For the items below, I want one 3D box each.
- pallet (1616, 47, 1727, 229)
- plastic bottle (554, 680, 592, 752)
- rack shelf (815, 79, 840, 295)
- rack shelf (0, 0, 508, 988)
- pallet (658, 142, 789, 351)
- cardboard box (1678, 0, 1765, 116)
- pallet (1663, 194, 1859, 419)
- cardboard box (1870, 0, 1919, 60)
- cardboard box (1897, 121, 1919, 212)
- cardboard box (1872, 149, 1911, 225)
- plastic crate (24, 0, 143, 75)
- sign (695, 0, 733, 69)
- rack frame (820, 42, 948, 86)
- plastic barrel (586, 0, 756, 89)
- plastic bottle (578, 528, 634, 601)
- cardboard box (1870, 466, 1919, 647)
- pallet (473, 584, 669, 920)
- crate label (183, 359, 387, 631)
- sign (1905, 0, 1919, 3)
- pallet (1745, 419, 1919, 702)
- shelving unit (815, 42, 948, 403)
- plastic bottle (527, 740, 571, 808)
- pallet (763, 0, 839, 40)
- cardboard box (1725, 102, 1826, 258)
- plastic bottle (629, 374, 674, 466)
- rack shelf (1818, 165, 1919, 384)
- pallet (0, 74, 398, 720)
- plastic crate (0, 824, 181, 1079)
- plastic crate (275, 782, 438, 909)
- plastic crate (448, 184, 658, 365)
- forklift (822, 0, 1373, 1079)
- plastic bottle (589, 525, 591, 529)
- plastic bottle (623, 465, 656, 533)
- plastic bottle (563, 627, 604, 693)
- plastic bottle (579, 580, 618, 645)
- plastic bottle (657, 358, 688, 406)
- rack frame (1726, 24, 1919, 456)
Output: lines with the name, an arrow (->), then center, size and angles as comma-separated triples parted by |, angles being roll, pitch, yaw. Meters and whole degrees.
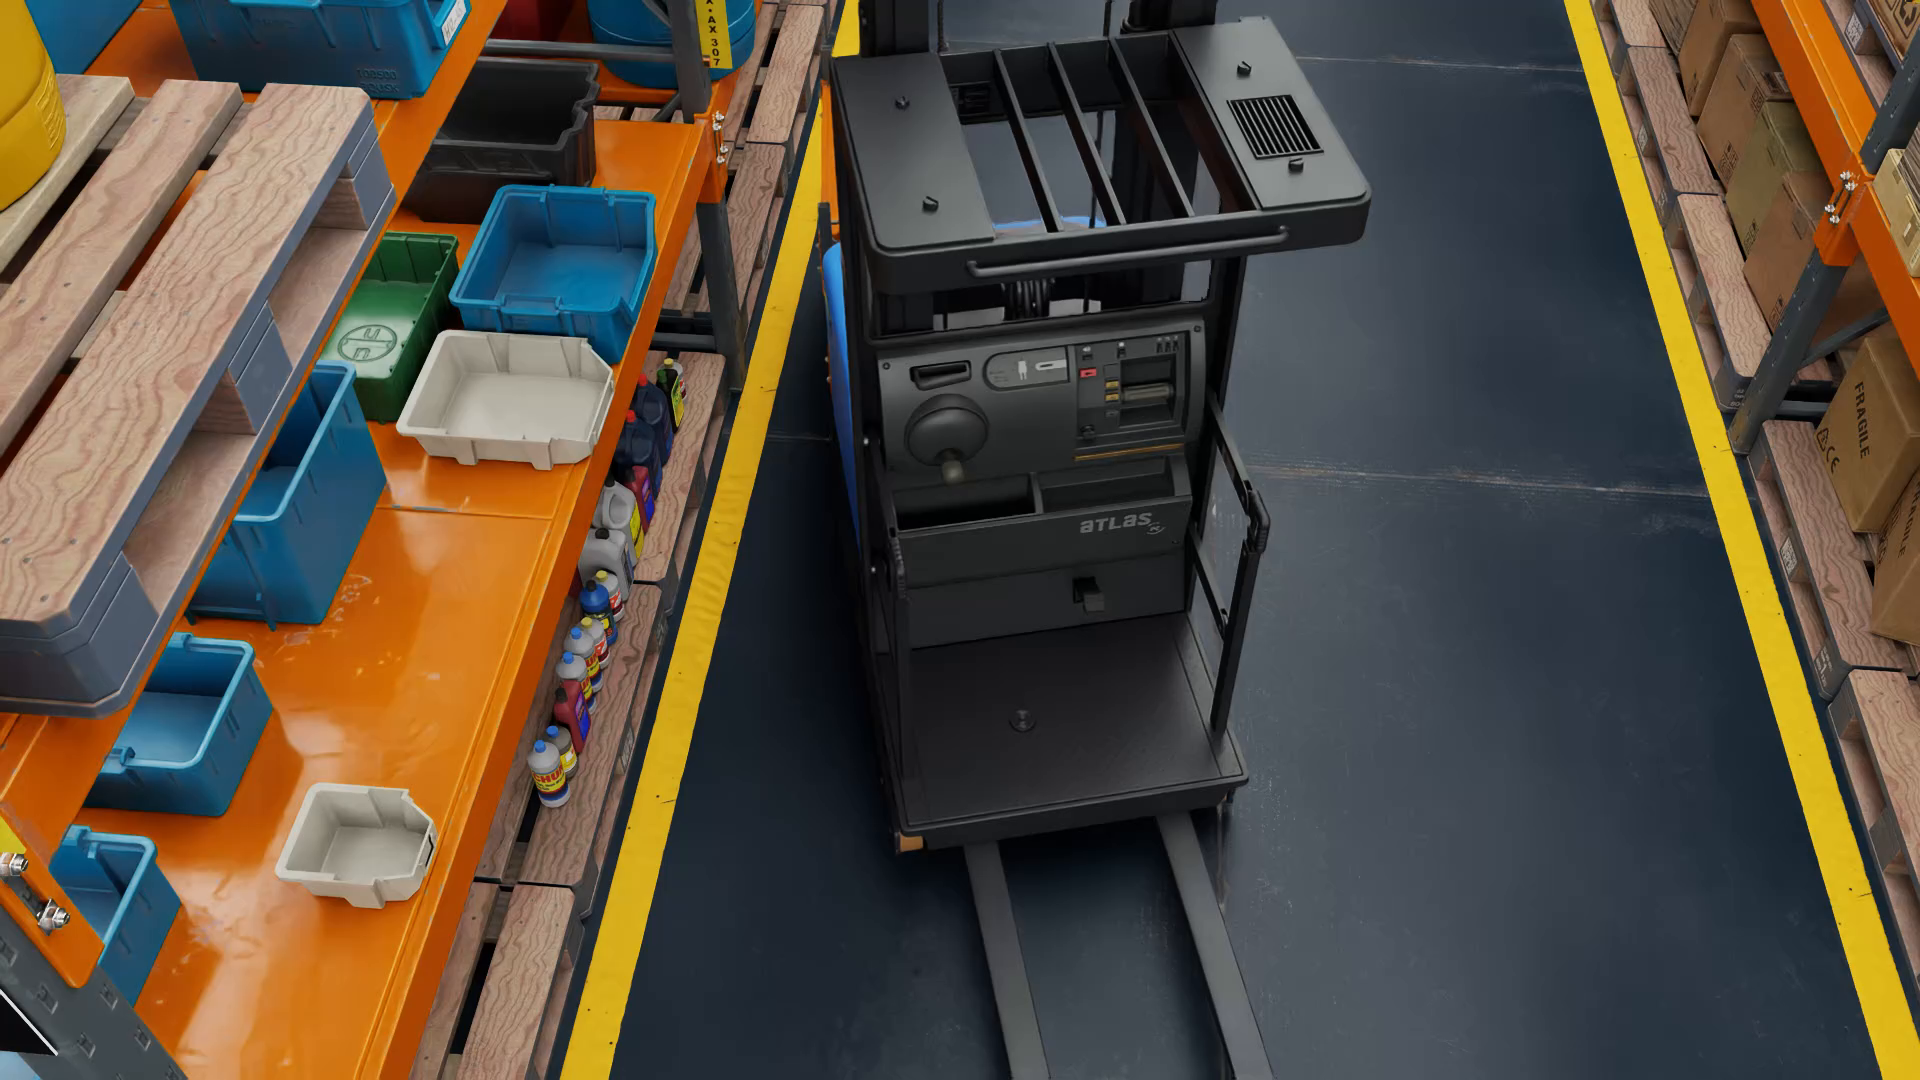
pallet -> 3.729, -1.889, 7.835 | 1.003, 0.211, 1.213 | 4, 48, 4
plastic bottle -> -1.232, 0.539, 5.267 | 0.061, 0.283, 0.133 | 5, 48, 4
rack shelf -> -0.271, -1.370, 6.344 | 0.538, 0.278, 1.000 | -2, 48, -2
rack shelf -> -1.564, -0.992, 3.580 | 1.077, 0.370, 4.000 | 4, 48, 4
pallet -> -1.349, -1.331, 7.324 | 1.003, 0.211, 1.213 | 4, 48, 4
cardboard box -> 3.792, -2.284, 7.702 | 0.700, 0.500, 0.500 | 7, 48, 7
pallet -> 3.620, -0.990, 7.013 | 1.003, 0.211, 1.213 | 4, 48, 4
cardboard box -> 3.763, -2.278, 5.610 | 1.000, 1.000, 1.000 | 4, 48, 4
cardboard box -> 3.448, -1.167, 5.015 | 0.875, 0.500, 0.500 | 4, 48, 4
cardboard box -> 3.232, -1.137, 5.427 | 0.380, 0.149, 0.250 | 4, 48, 4
plastic crate -> -1.872, -1.182, 3.276 | 0.392, 0.384, 0.575 | 4, 48, 4
sign -> -0.835, -1.741, 5.622 | 0.100, 0.325, 0.005 | 4, 48, 4
rack frame -> -0.296, -1.547, 6.903 | 0.500, 1.125, 0.032 | -2, 48, -2
plastic barrel -> -1.045, -2.125, 5.821 | 0.600, 0.901, 0.708 | 4, 48, 4
plastic bottle -> -1.219, 0.068, 5.702 | 0.152, 0.276, 0.135 | 5, 48, 4
cardboard box -> 3.430, 0.055, 5.576 | 0.500, 0.500, 0.500 | 18, 50, 16
pallet -> -1.593, 0.638, 5.523 | 1.003, 0.211, 1.213 | 4, 48, 4
crate label -> -1.848, -0.136, 4.317 | 0.502, 0.435, 0.616 | 4, 48, 4
sign -> 2.998, -1.785, 5.065 | 0.100, 0.325, 0.005 | 4, 48, 4
pallet -> 3.525, 0.078, 6.036 | 1.003, 0.211, 1.213 | 4, 48, 4
shelving unit -> -0.271, -1.172, 6.560 | 0.538, 1.125, 1.048 | -2, 48, -2
plastic bottle -> -1.270, 0.708, 5.121 | 0.097, 0.271, 0.097 | 0, 48, 0
pallet -> -1.126, -3.124, 8.964 | 1.003, 0.211, 1.213 | 4, 48, 4
cardboard box -> 3.690, -1.463, 6.951 | 0.700, 0.500, 0.500 | 4, 48, 3
plastic bottle -> -1.153, -0.454, 6.130 | 0.144, 0.351, 0.185 | 3, 48, 2
rack shelf -> 3.369, 0.353, 4.382 | 1.077, 0.370, 4.000 | 4, 48, 4
pallet -> -1.573, -0.303, 2.590 | 1.003, 0.211, 1.213 | 4, 48, 4
plastic crate -> -1.998, 0.909, 3.486 | 0.499, 0.251, 0.616 | 4, 48, 4
plastic crate -> -1.344, 0.700, 3.756 | 0.298, 0.136, 0.250 | 4, 48, 4
plastic crate -> -1.212, -0.811, 5.060 | 0.499, 0.251, 0.616 | 4, 48, 4
forklift -> 0.276, -0.292, 4.531 | 1.130, 2.935, 3.031 | -8, 48, -7
plastic bottle -> -1.305, -0.041, 5.798 | 0.061, 0.283, 0.133 | 4, 48, 4
plastic bottle -> -1.144, -0.168, 5.914 | 0.061, 0.283, 0.133 | 7, 48, 6
plastic bottle -> -1.230, 0.382, 5.418 | 0.097, 0.271, 0.097 | 0, 48, 0
plastic bottle -> -1.212, 0.234, 5.554 | 0.097, 0.271, 0.097 | 0, 48, 0
plastic bottle -> -1.104, -0.609, 6.372 | 0.097, 0.201, 0.097 | 0, 48, 0
rack frame -> 3.551, -1.359, 5.461 | 1.000, 3.000, 0.127 | 4, 48, 4
